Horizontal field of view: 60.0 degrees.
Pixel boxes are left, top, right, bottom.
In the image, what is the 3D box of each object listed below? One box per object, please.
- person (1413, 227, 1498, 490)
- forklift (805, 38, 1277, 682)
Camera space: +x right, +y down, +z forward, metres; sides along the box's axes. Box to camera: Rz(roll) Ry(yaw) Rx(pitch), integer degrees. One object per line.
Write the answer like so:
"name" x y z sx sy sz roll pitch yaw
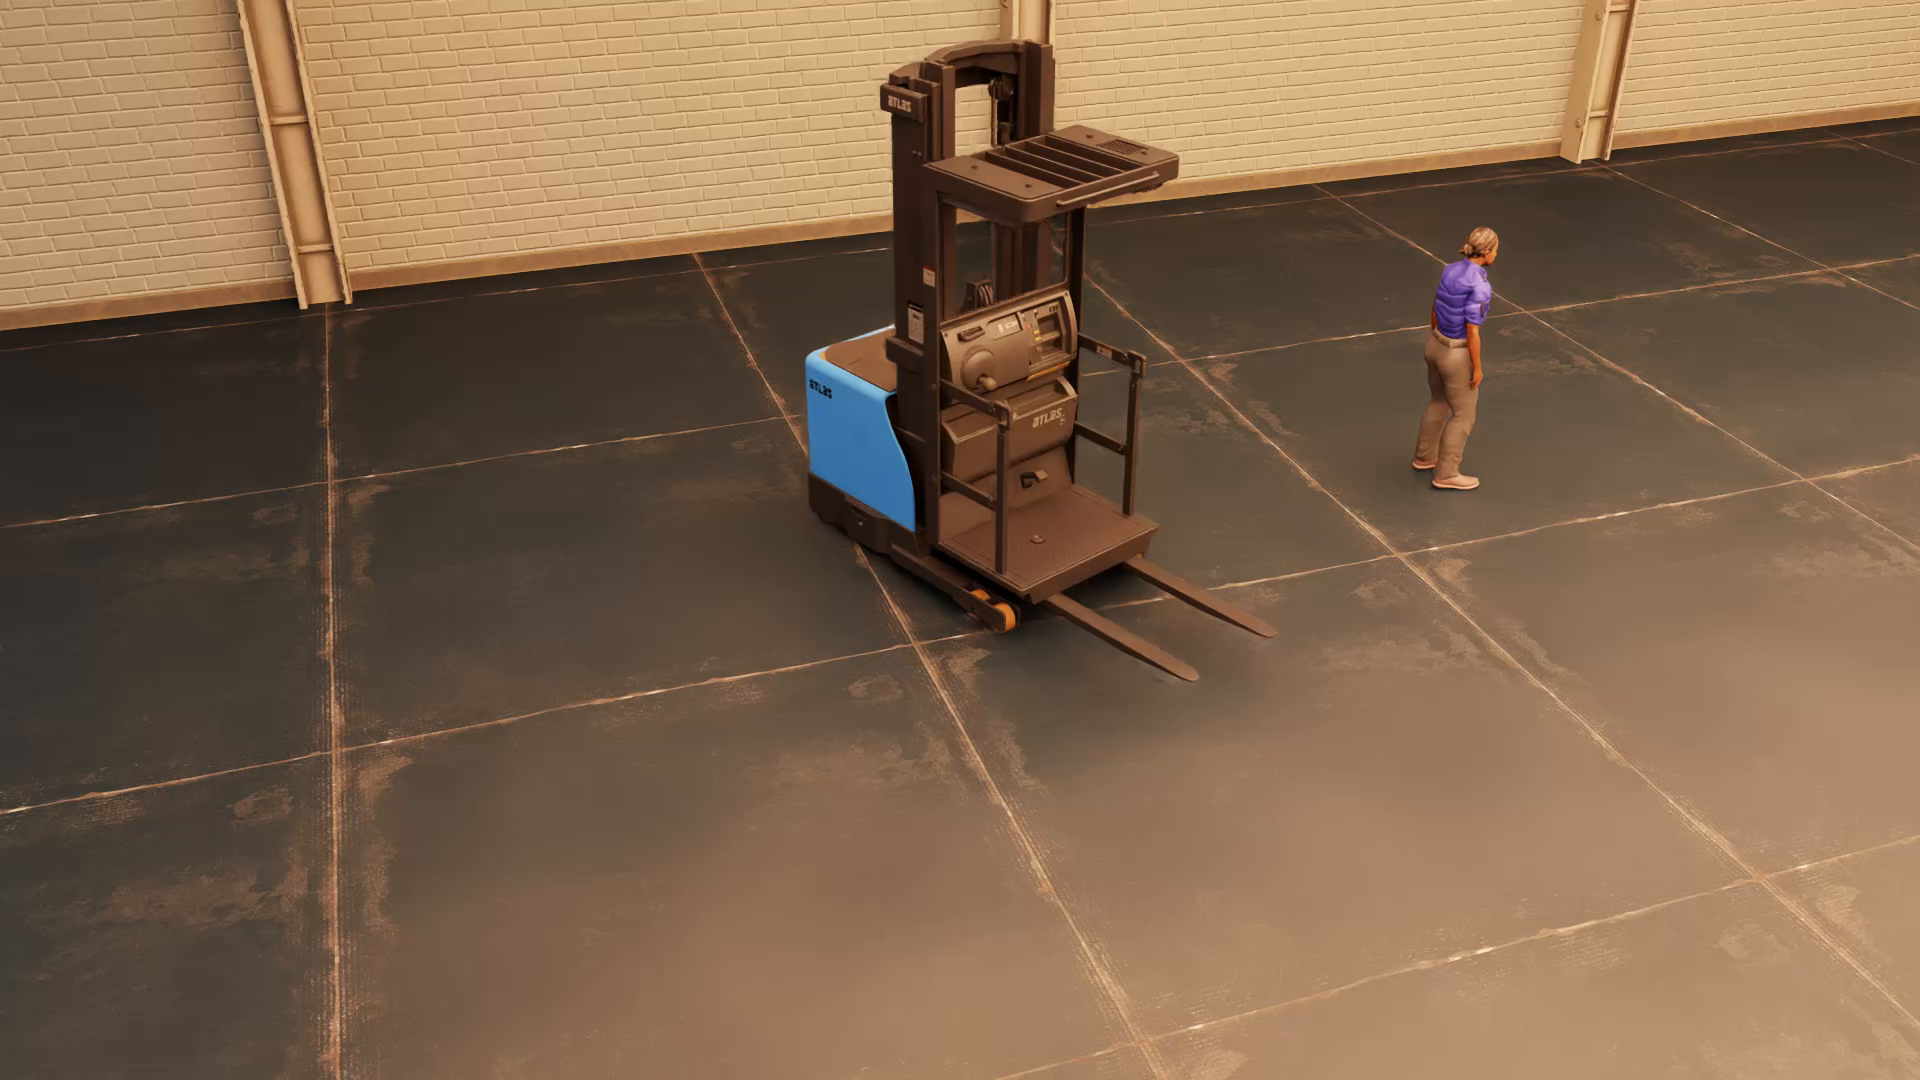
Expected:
"person" 3.095 -1.139 10.352 0.350 1.655 0.505 -8 31 -13
"forklift" 0.417 -1.044 8.902 1.130 2.935 3.031 -24 37 -35
